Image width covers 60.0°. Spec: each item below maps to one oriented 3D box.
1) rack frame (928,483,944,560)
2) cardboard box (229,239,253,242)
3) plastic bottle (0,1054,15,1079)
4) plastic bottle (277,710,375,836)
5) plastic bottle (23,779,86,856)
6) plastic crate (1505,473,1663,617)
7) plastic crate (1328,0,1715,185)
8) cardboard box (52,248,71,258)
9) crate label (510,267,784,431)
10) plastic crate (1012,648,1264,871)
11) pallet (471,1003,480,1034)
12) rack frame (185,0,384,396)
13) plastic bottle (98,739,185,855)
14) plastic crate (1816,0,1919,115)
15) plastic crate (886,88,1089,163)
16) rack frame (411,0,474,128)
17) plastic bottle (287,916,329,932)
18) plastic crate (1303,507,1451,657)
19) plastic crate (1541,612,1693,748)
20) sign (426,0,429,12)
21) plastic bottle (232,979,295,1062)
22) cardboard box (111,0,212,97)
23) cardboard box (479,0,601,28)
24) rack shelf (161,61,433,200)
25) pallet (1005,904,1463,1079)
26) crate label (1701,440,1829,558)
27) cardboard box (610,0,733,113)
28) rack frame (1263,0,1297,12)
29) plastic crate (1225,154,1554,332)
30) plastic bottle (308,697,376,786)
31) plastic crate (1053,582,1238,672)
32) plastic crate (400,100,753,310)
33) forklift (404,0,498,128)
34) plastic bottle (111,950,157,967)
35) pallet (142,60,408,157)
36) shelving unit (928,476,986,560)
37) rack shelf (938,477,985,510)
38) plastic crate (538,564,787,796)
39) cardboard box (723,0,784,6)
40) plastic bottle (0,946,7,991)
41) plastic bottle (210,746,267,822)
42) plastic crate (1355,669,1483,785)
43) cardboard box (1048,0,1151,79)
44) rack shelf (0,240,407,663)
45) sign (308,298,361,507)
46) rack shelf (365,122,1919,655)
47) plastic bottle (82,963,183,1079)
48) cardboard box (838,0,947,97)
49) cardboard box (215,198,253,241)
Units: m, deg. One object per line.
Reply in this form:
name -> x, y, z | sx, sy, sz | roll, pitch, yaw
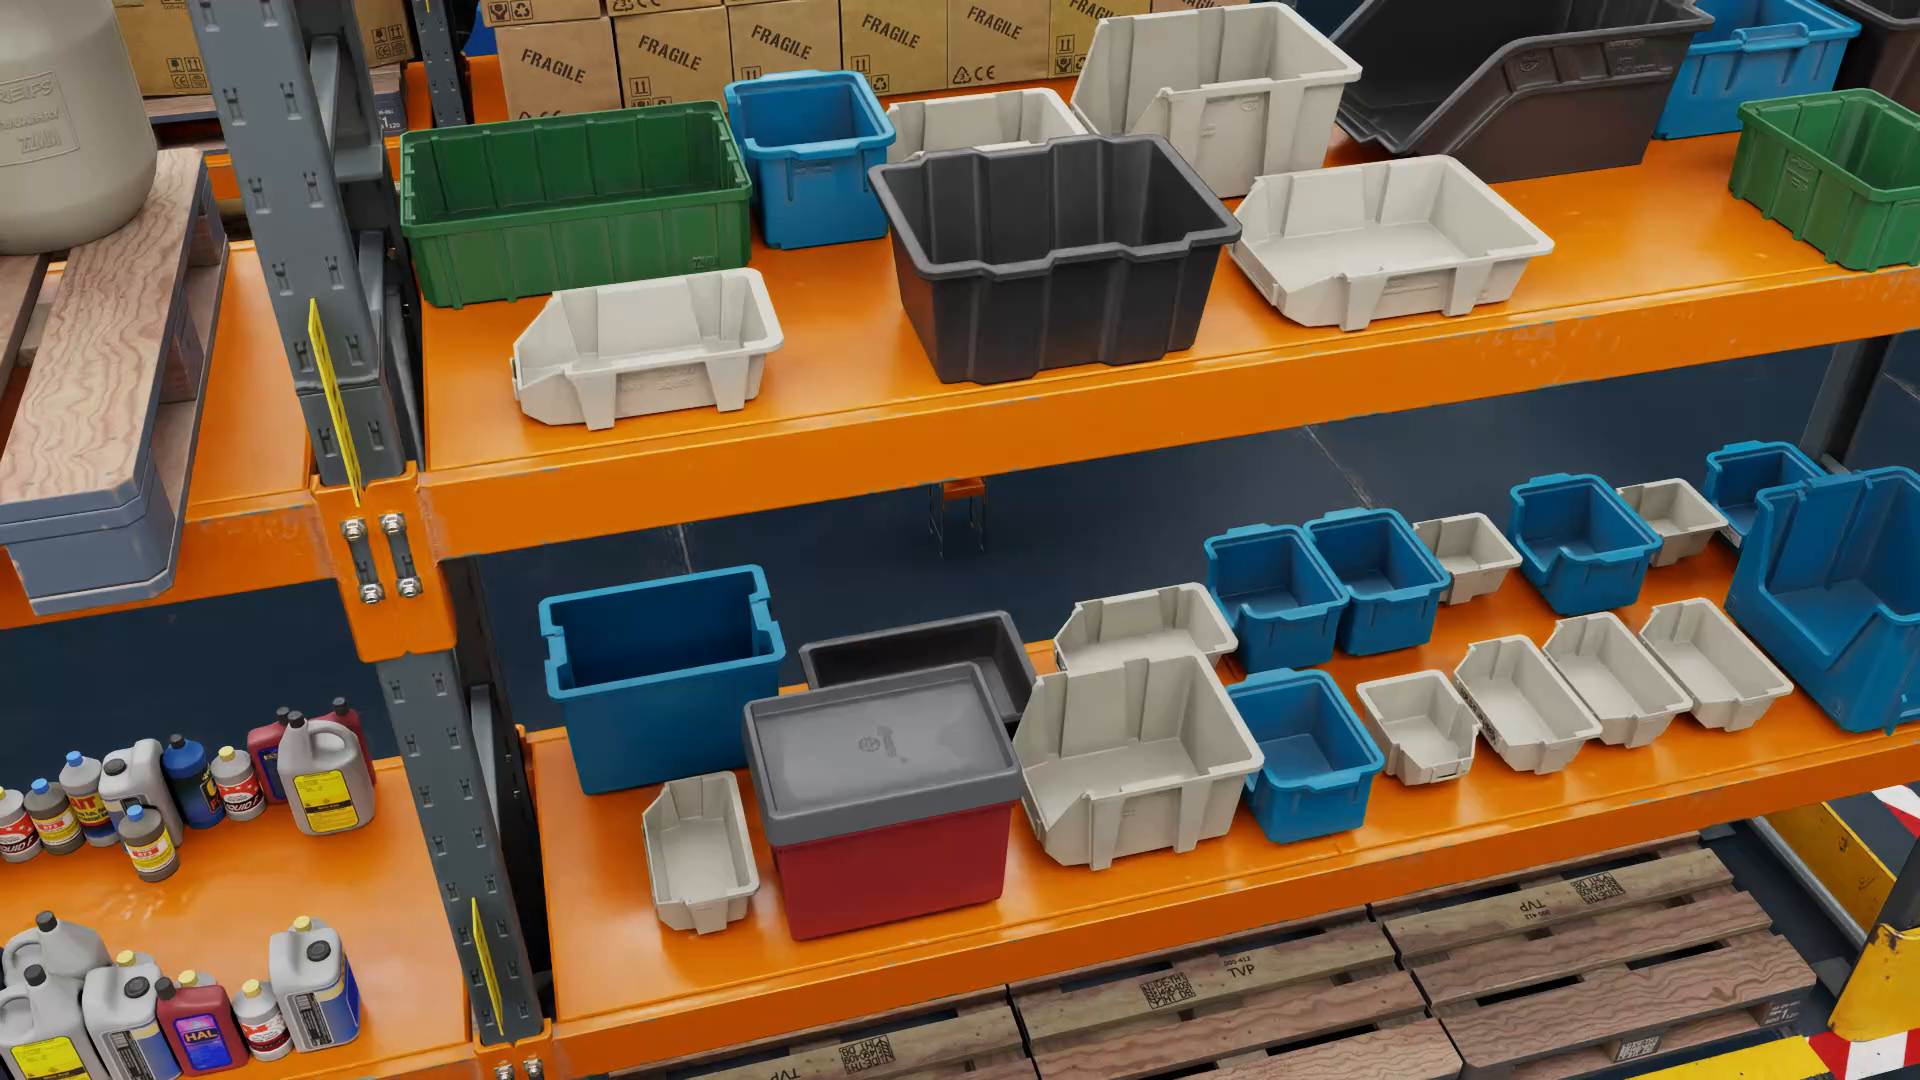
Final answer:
rack frame -> -0.102, -0.460, 6.863 | 0.006, 1.200, 0.240 | -9, 38, -12
cardboard box -> -3.278, -1.105, 7.921 | 0.500, 0.500, 0.500 | -9, 38, -12
plastic bottle -> -2.089, 1.050, 3.450 | 0.185, 0.351, 0.144 | -9, 38, -12
plastic bottle -> -1.572, 0.555, 4.096 | 0.185, 0.351, 0.144 | -9, 38, -12
plastic bottle -> -2.221, 0.668, 4.072 | 0.097, 0.201, 0.097 | 0, 37, 0
plastic crate -> 1.793, 0.023, 4.840 | 0.300, 0.233, 0.416 | -9, 38, -12
plastic crate -> 1.206, -1.056, 3.744 | 0.767, 0.338, 0.504 | -9, 38, -12
cardboard box -> -4.377, -1.551, 7.886 | 0.500, 0.250, 0.500 | -10, 39, -13
crate label -> -0.561, -0.331, 2.963 | 0.466, 0.136, 0.293 | -9, 38, -12
plastic crate -> 0.413, 0.553, 4.107 | 0.530, 0.282, 0.437 | -9, 38, -12
pallet -> -1.865, 1.869, 4.634 | 1.213, 0.211, 1.003 | -9, 38, -12
rack frame -> -1.109, -1.719, 2.091 | 0.127, 3.000, 1.000 | -9, 38, -12
plastic bottle -> -2.008, 0.620, 4.072 | 0.135, 0.276, 0.152 | -9, 38, -12
plastic crate -> 2.309, -1.212, 4.005 | 0.590, 0.269, 0.497 | -9, 38, -12
plastic crate -> 0.020, -0.848, 3.638 | 0.466, 0.136, 0.293 | -9, 38, -12
rack frame -> -2.397, -2.243, 7.713 | 0.127, 3.000, 1.000 | -9, 38, -12
plastic bottle -> -1.455, 0.924, 3.737 | 0.097, 0.201, 0.097 | 0, 37, 0
plastic crate -> 1.158, 0.127, 4.704 | 0.300, 0.233, 0.416 | -9, 38, -12
plastic crate -> 1.729, 0.383, 4.448 | 0.243, 0.136, 0.396 | -9, 38, -12
sign -> -2.248, -2.378, 6.936 | 0.005, 0.325, 0.100 | -9, 38, -12
plastic bottle -> -1.510, 1.029, 3.600 | 0.097, 0.201, 0.097 | 0, 37, 0
cardboard box -> -3.560, -2.359, 7.438 | 0.500, 0.500, 0.700 | -4, 38, -5
cardboard box -> -1.868, -2.589, 7.261 | 0.500, 0.500, 0.500 | -8, 38, -11
rack shelf -> -4.327, -1.640, 7.517 | 4.000, 0.370, 1.077 | -9, 38, -12
pallet -> 0.771, 1.436, 5.199 | 1.213, 0.211, 1.003 | -9, 38, -12
crate label -> 2.429, -0.082, 4.976 | 0.303, 0.233, 0.416 | -9, 38, -12
cardboard box -> -1.340, -2.286, 7.688 | 0.500, 0.500, 0.500 | -9, 38, -11
rack frame -> 1.465, -2.876, 8.541 | 0.127, 3.000, 1.000 | -9, 38, -12
plastic crate -> 0.823, -0.584, 3.293 | 0.530, 0.136, 0.437 | -9, 38, -12
plastic bottle -> -1.574, 0.517, 4.201 | 0.133, 0.283, 0.061 | -9, 38, -12
plastic crate -> 0.494, 0.292, 4.567 | 0.466, 0.136, 0.293 | -9, 38, -12
plastic crate -> -0.779, -0.688, 3.387 | 0.662, 0.188, 0.450 | -9, 38, -12
forklift -> -3.346, -3.752, 9.743 | 3.031, 2.935, 1.130 | 7, 38, 10
plastic bottle -> -1.808, 0.982, 3.661 | 0.097, 0.201, 0.097 | 0, 37, 0
pallet -> -3.196, -2.104, 7.690 | 1.213, 0.211, 1.003 | -9, 38, -12
shelving unit -> -0.014, -0.474, 6.882 | 0.189, 1.200, 0.258 | -9, 38, -12
rack shelf -> -0.014, -0.248, 7.055 | 0.180, 0.103, 0.258 | -9, 38, -12
plastic crate -> -0.747, 0.372, 4.259 | 0.575, 0.384, 0.392 | -9, 38, -12
cardboard box -> -0.874, -2.752, 7.474 | 0.500, 0.500, 0.500 | -10, 39, -13
plastic bottle -> -2.127, 0.965, 3.560 | 0.185, 0.351, 0.144 | -9, 38, -12
plastic bottle -> -1.809, 0.600, 4.160 | 0.097, 0.201, 0.097 | 0, 37, 0
plastic crate -> 1.186, 0.500, 4.296 | 0.250, 0.136, 0.298 | -9, 38, -12
cardboard box -> 0.604, -2.601, 8.099 | 0.500, 0.500, 0.500 | -9, 38, -12
rack shelf -> -3.040, 0.074, 2.807 | 4.000, 0.370, 1.077 | -9, 38, -12
sign -> -0.967, -0.209, 2.578 | 0.005, 0.325, 0.100 | -9, 38, -12
rack shelf -> 0.822, -0.559, 3.635 | 4.000, 0.370, 1.077 | -9, 38, -12
plastic bottle -> -1.758, 1.022, 3.547 | 0.135, 0.276, 0.152 | -9, 38, -12
cardboard box -> -0.366, -2.446, 7.896 | 0.500, 0.500, 0.500 | -10, 39, -13
cardboard box -> -3.439, -1.400, 8.307 | 0.500, 0.500, 0.500 | -9, 38, -11
